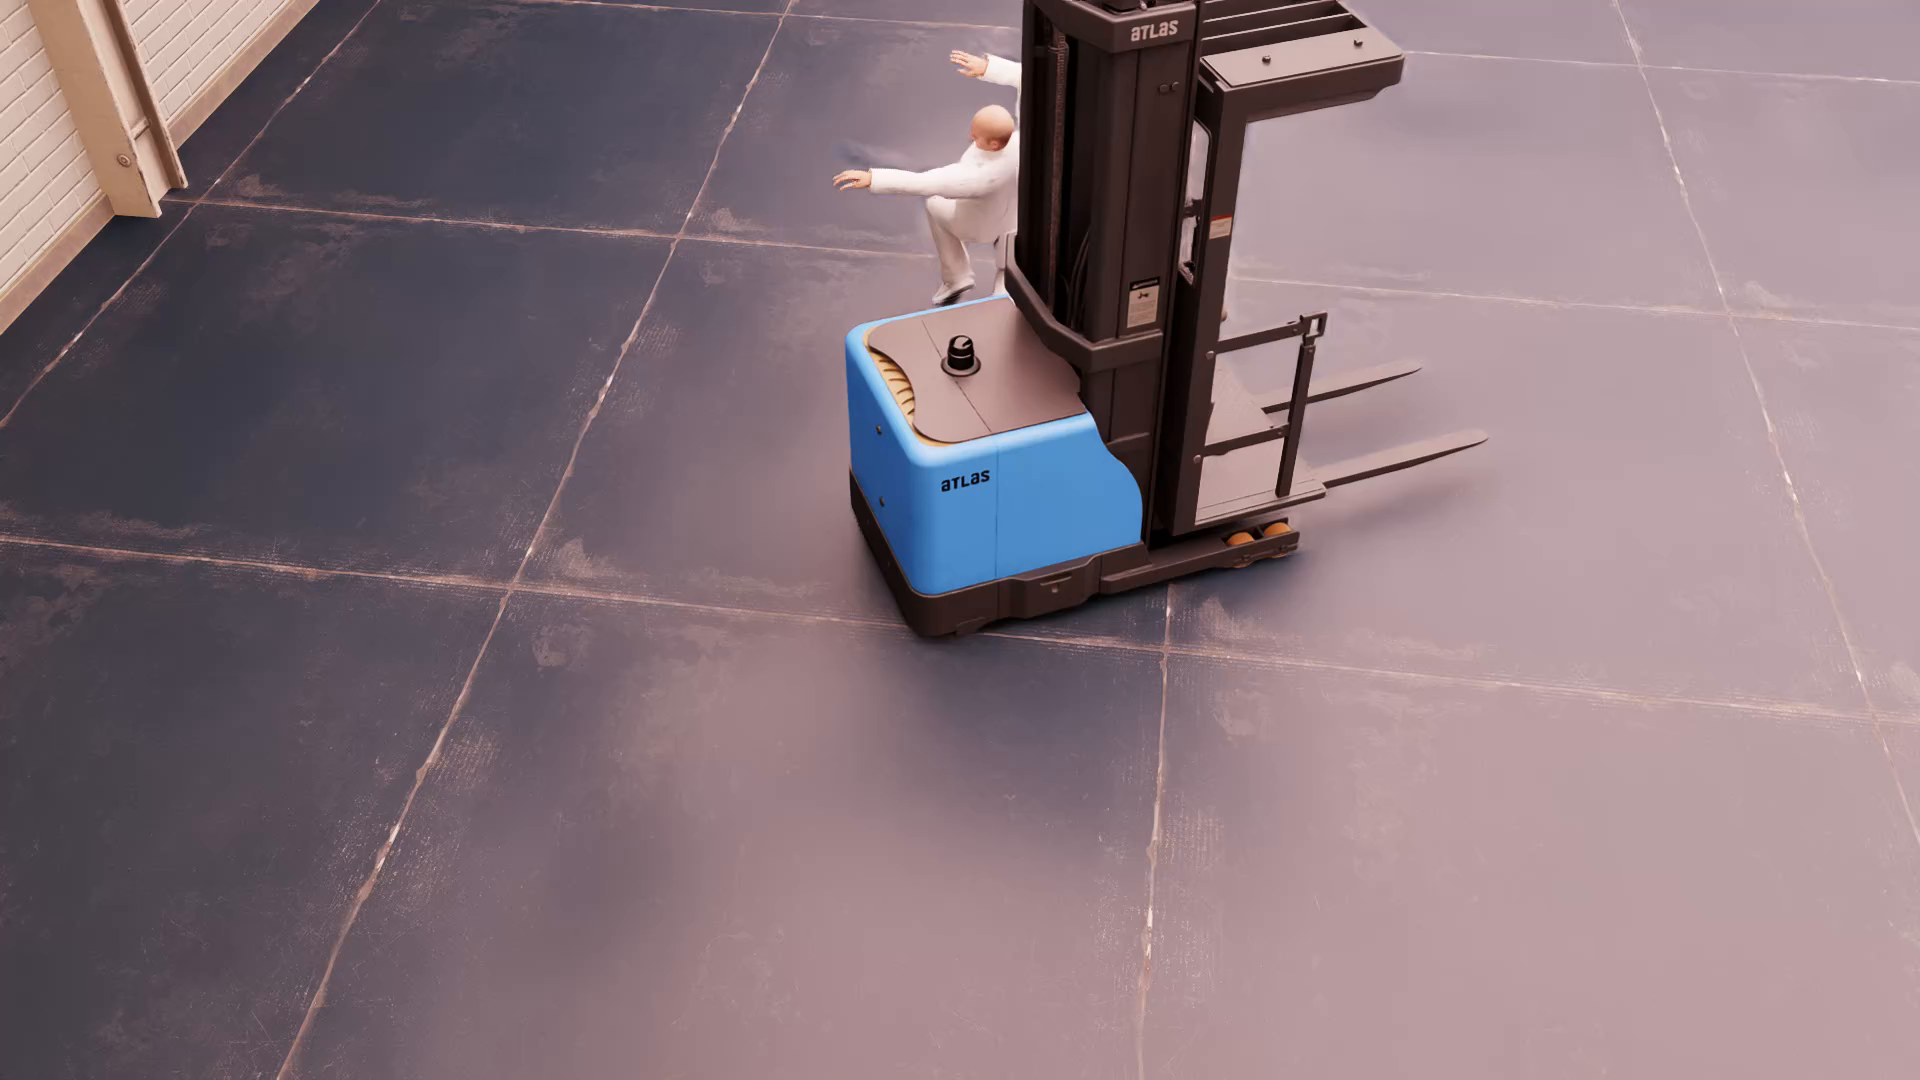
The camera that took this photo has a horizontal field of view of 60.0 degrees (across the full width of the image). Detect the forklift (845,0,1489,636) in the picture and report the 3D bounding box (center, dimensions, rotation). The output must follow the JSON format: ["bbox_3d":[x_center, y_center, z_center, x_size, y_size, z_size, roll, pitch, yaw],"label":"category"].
[{"bbox_3d":[1.049,-1.271,7.108,3.031,2.935,1.130,-14,44,-15],"label":"forklift"}]

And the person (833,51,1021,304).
[{"bbox_3d":[-0.130,-1.737,8.628,1.169,1.645,0.892,-11,44,-11],"label":"person"}]
